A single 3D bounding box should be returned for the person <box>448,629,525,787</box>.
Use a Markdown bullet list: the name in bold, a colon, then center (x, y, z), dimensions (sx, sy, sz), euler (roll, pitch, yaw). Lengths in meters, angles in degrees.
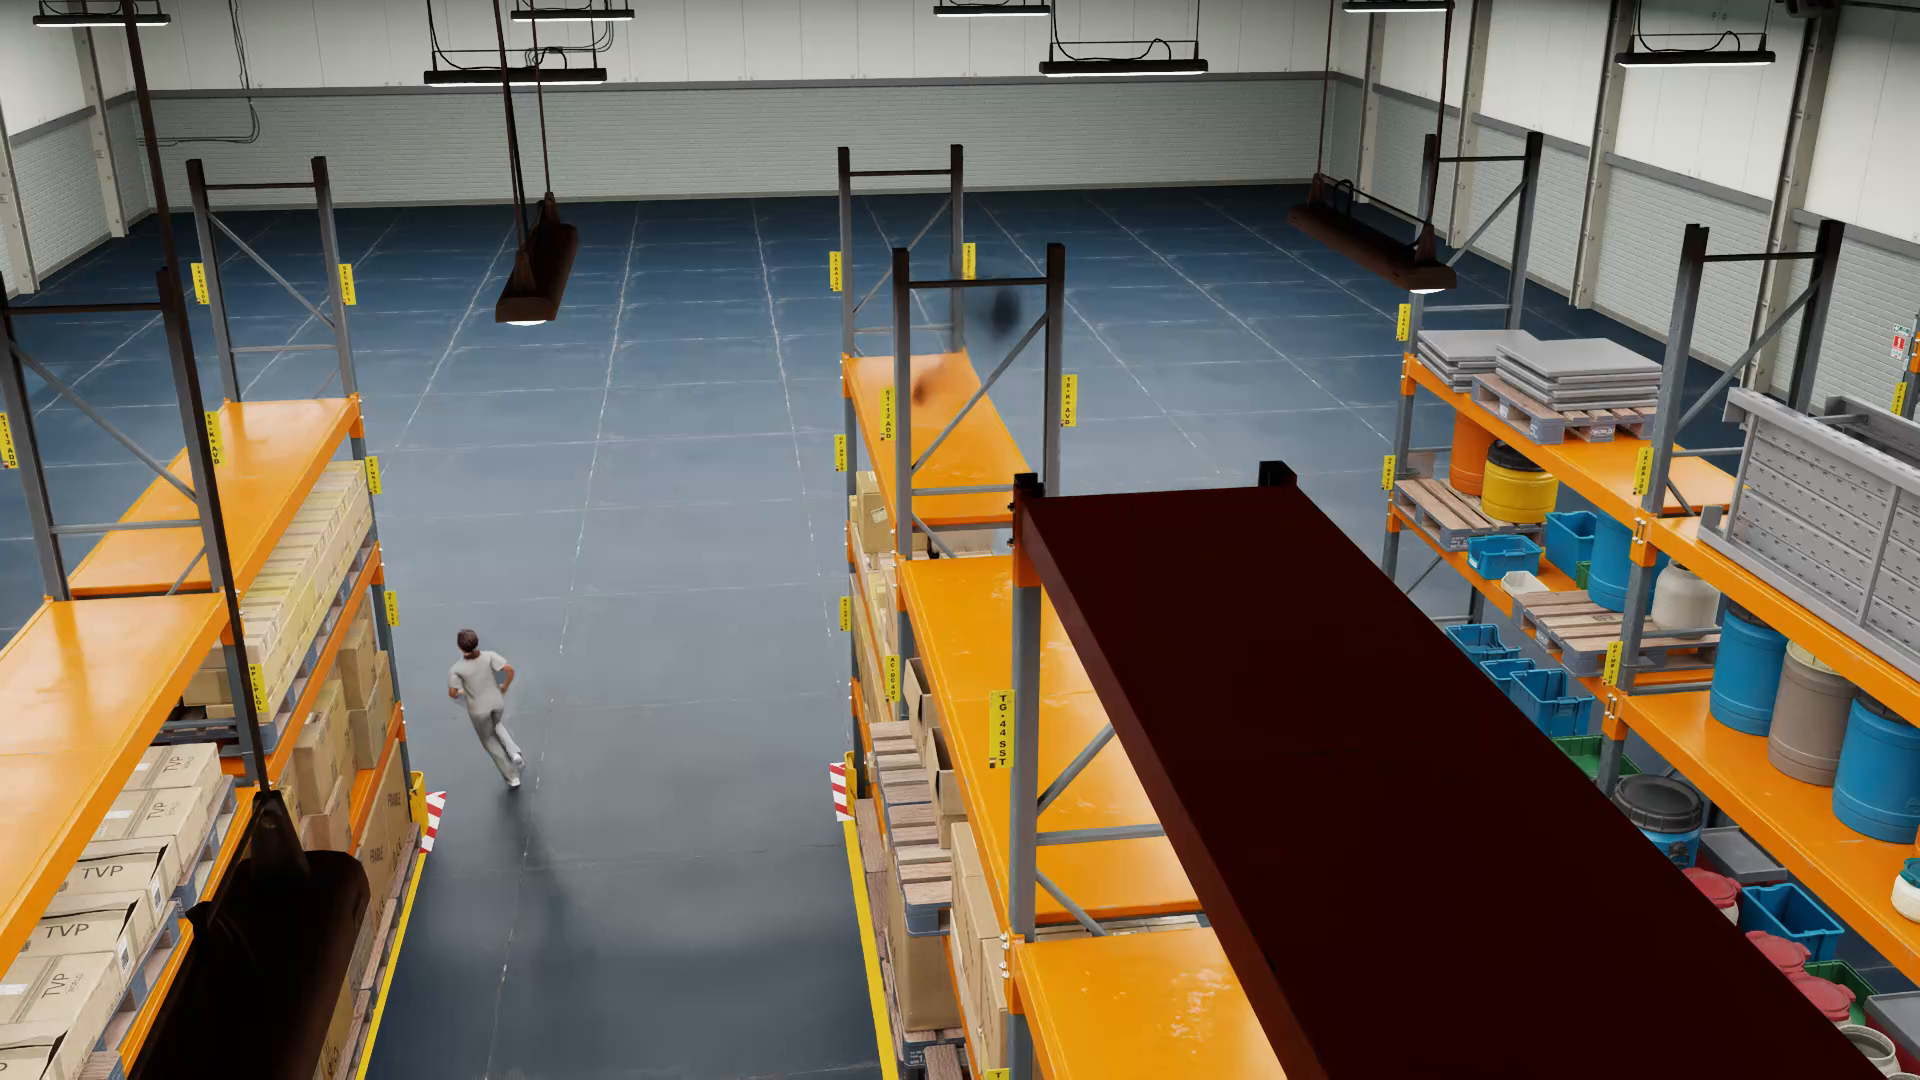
- **person**: center (-4.454, 1.569, 15.516), dimensions (0.583, 1.641, 0.543), euler (-19, 28, -39)
